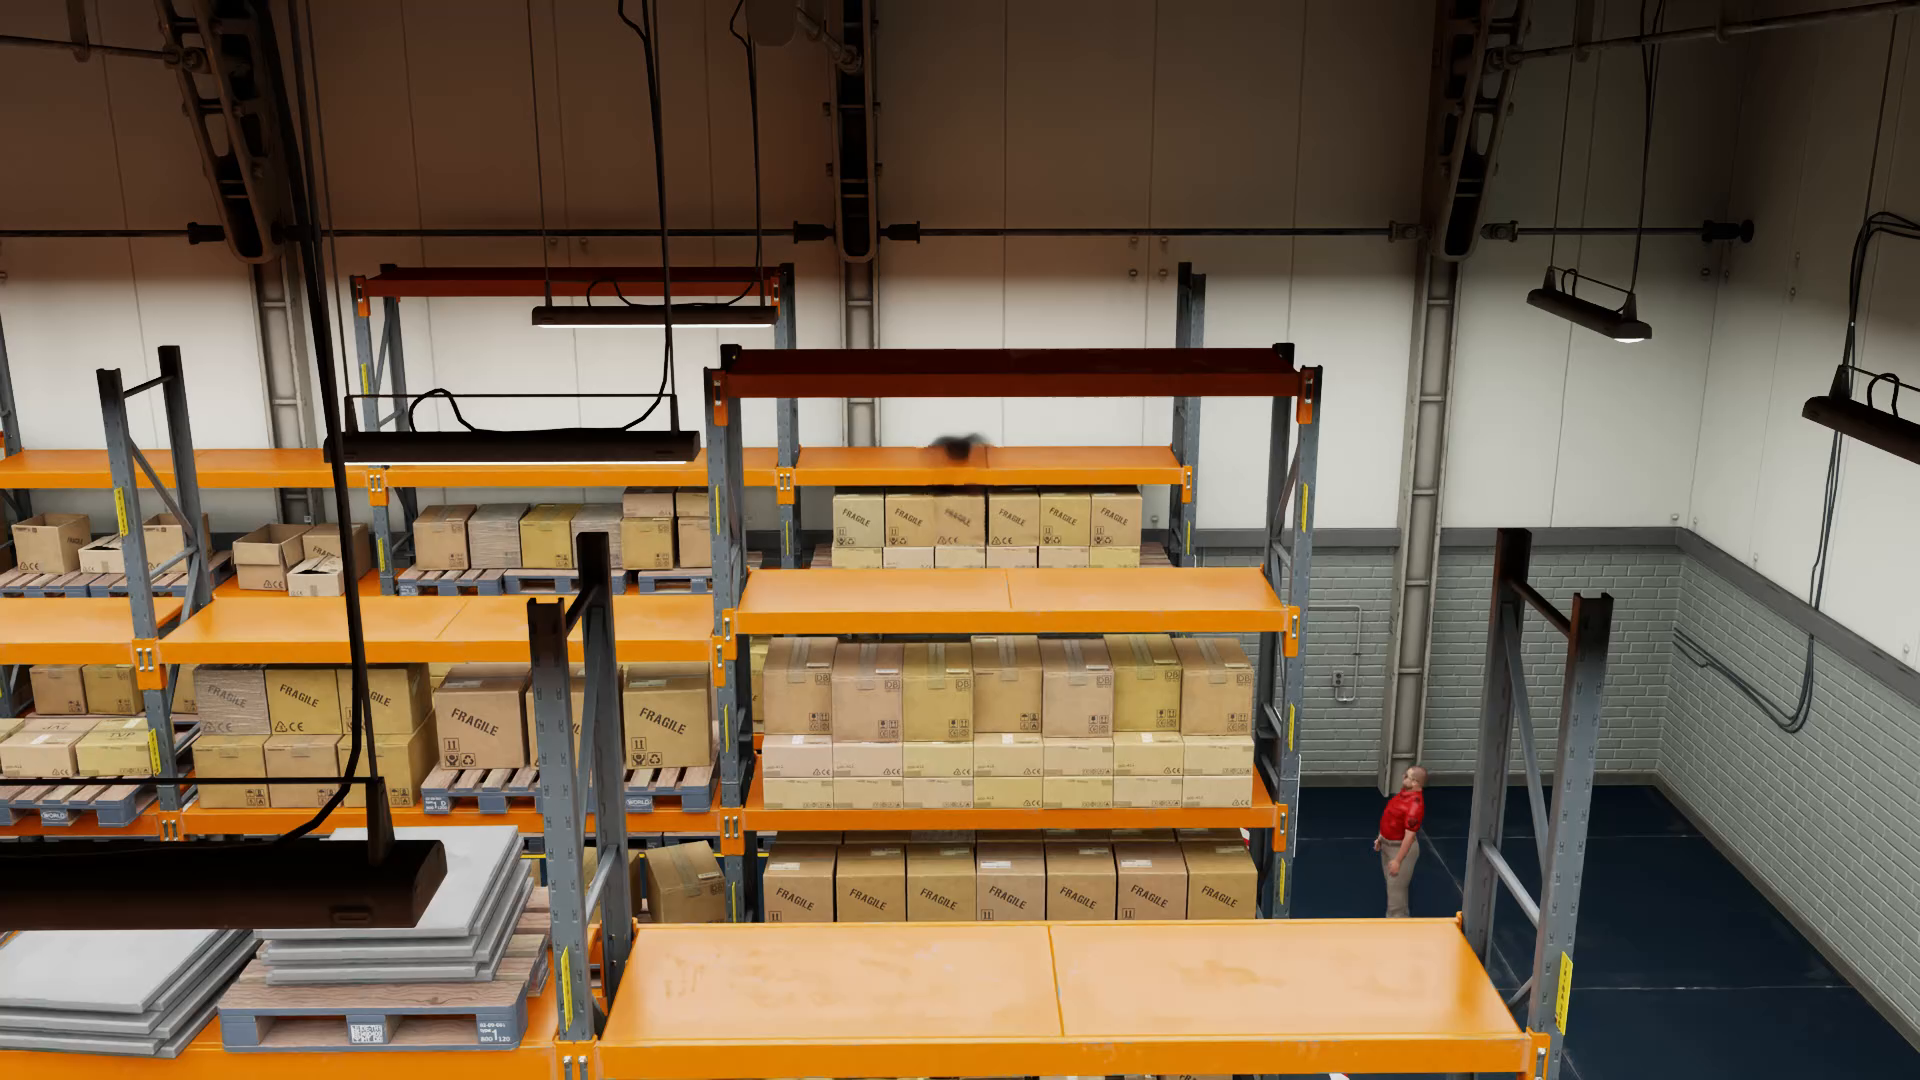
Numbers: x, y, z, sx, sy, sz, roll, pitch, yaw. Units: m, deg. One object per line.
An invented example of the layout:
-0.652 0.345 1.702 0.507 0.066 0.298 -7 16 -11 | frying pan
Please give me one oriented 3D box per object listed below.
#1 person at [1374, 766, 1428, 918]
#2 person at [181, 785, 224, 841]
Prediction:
4.058 2.917 15.531 0.557 1.733 0.560 -4 17 -12 | person
-7.422 2.718 16.246 0.498 1.674 0.396 -7 17 -22 | person
